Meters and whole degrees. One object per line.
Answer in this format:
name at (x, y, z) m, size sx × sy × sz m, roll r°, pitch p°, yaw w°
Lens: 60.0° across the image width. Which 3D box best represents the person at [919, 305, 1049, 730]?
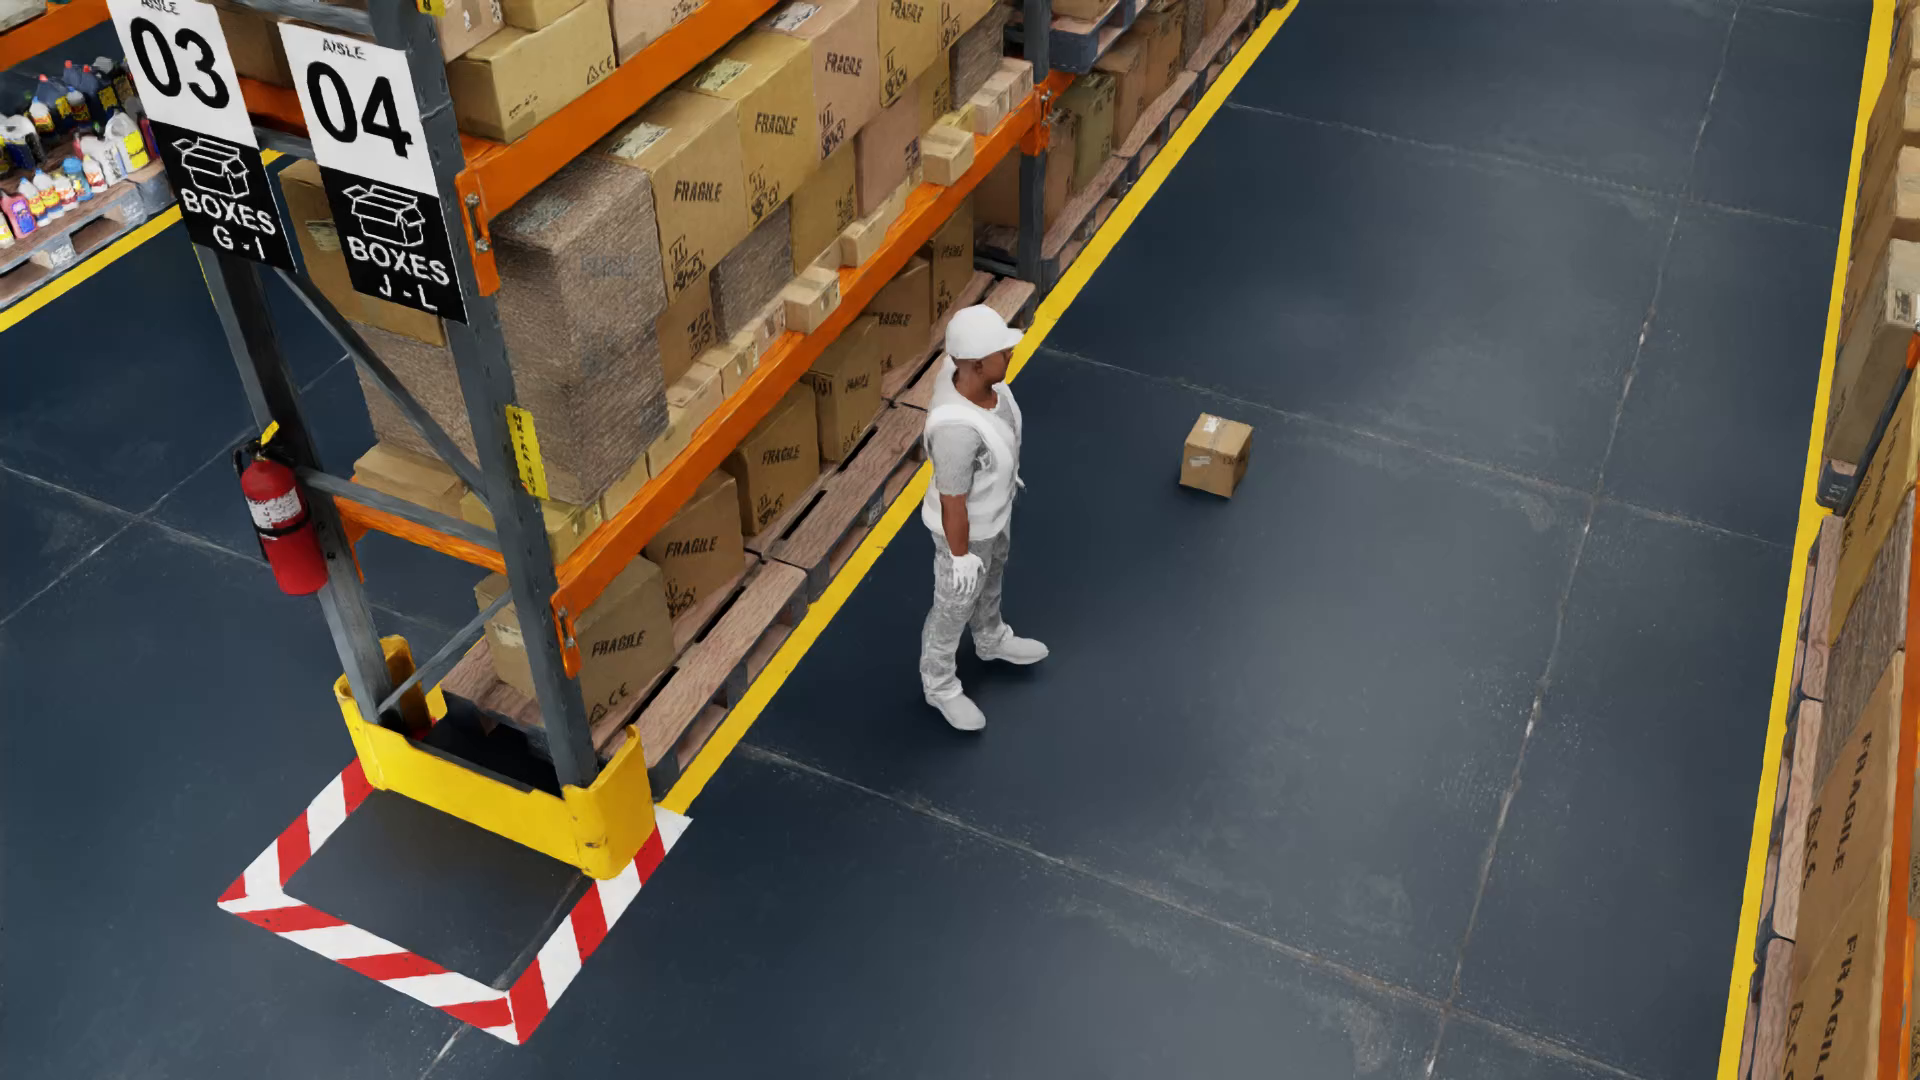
person at (0.101, -0.097, 6.214) m, size 0.478 × 1.780 × 0.620 m, roll 8°, pitch 42°, yaw 9°
